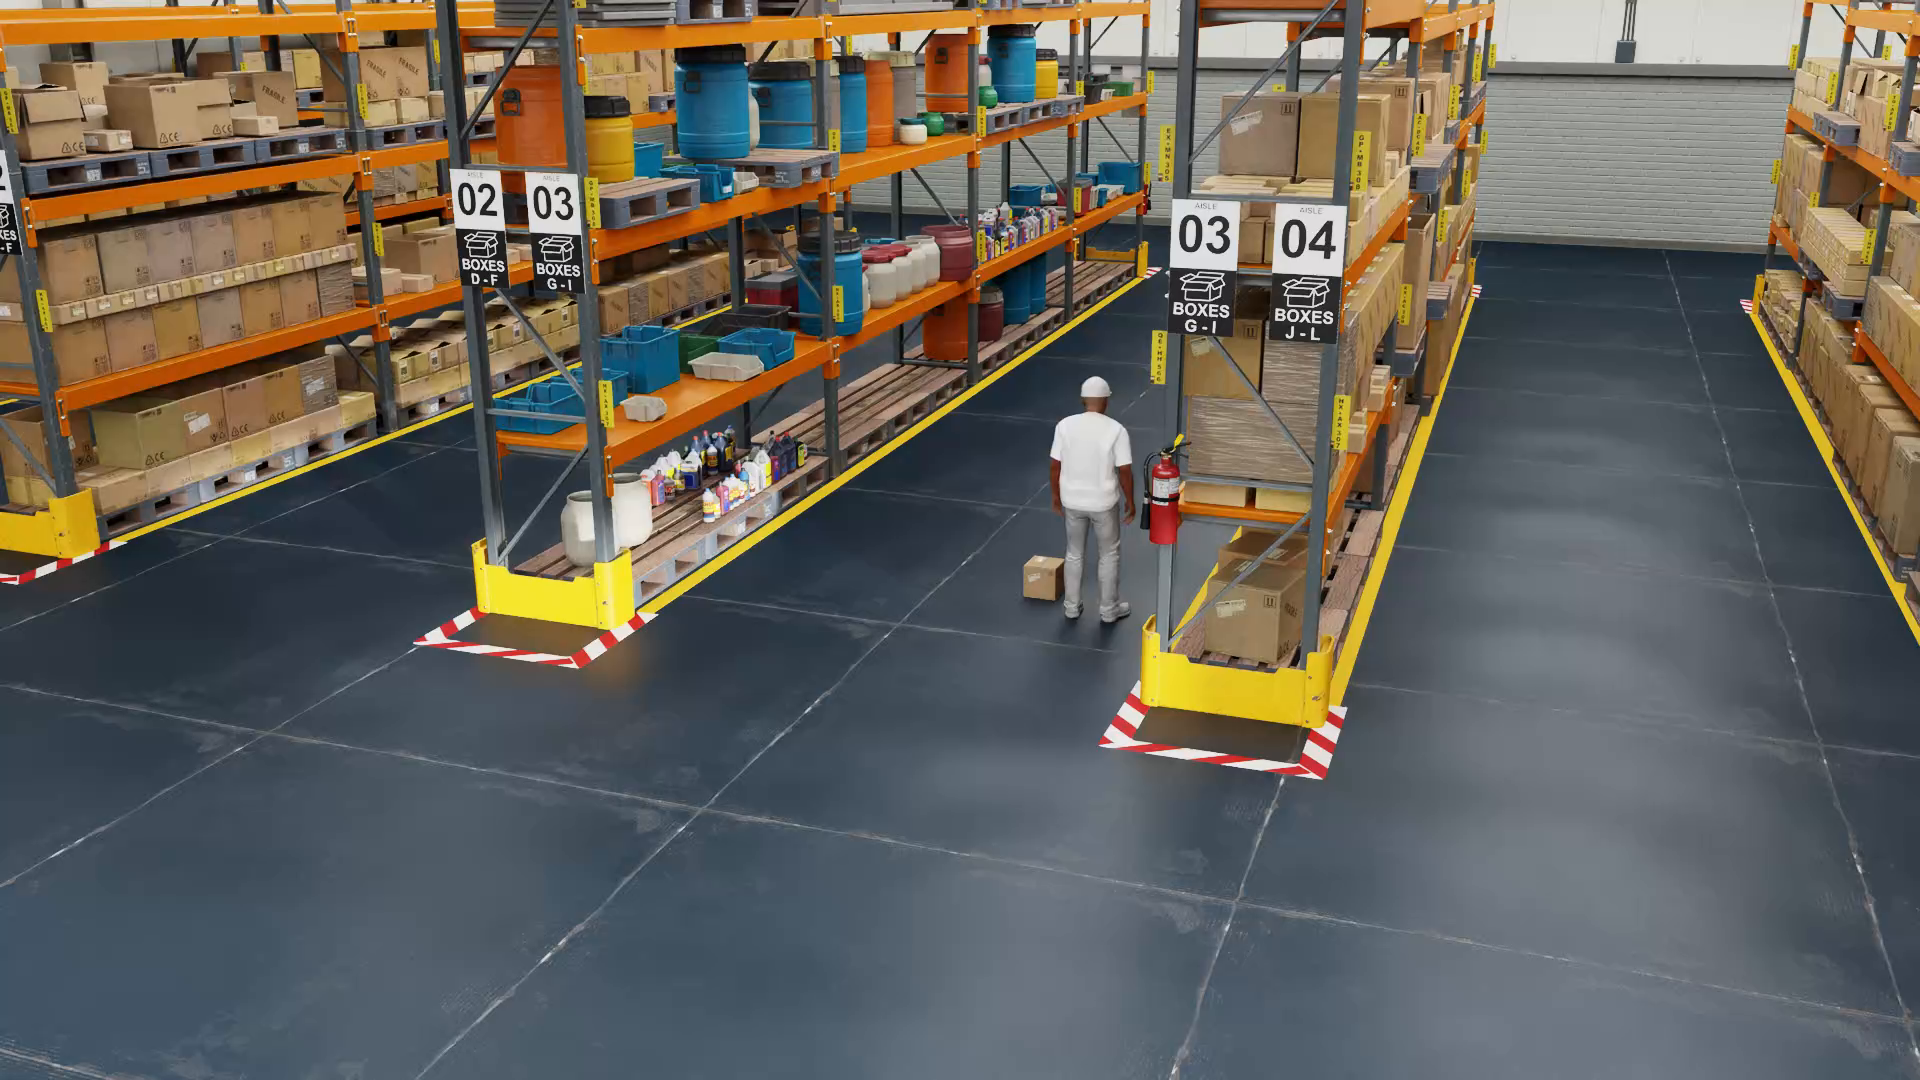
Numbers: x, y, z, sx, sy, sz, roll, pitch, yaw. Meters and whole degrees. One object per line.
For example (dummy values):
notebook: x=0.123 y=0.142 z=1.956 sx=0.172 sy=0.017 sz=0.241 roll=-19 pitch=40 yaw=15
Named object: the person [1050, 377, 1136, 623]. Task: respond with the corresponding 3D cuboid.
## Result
person: x=0.951 y=-0.293 z=11.905 sx=0.627 sy=1.761 sz=0.457 roll=8 pitch=20 yaw=22
